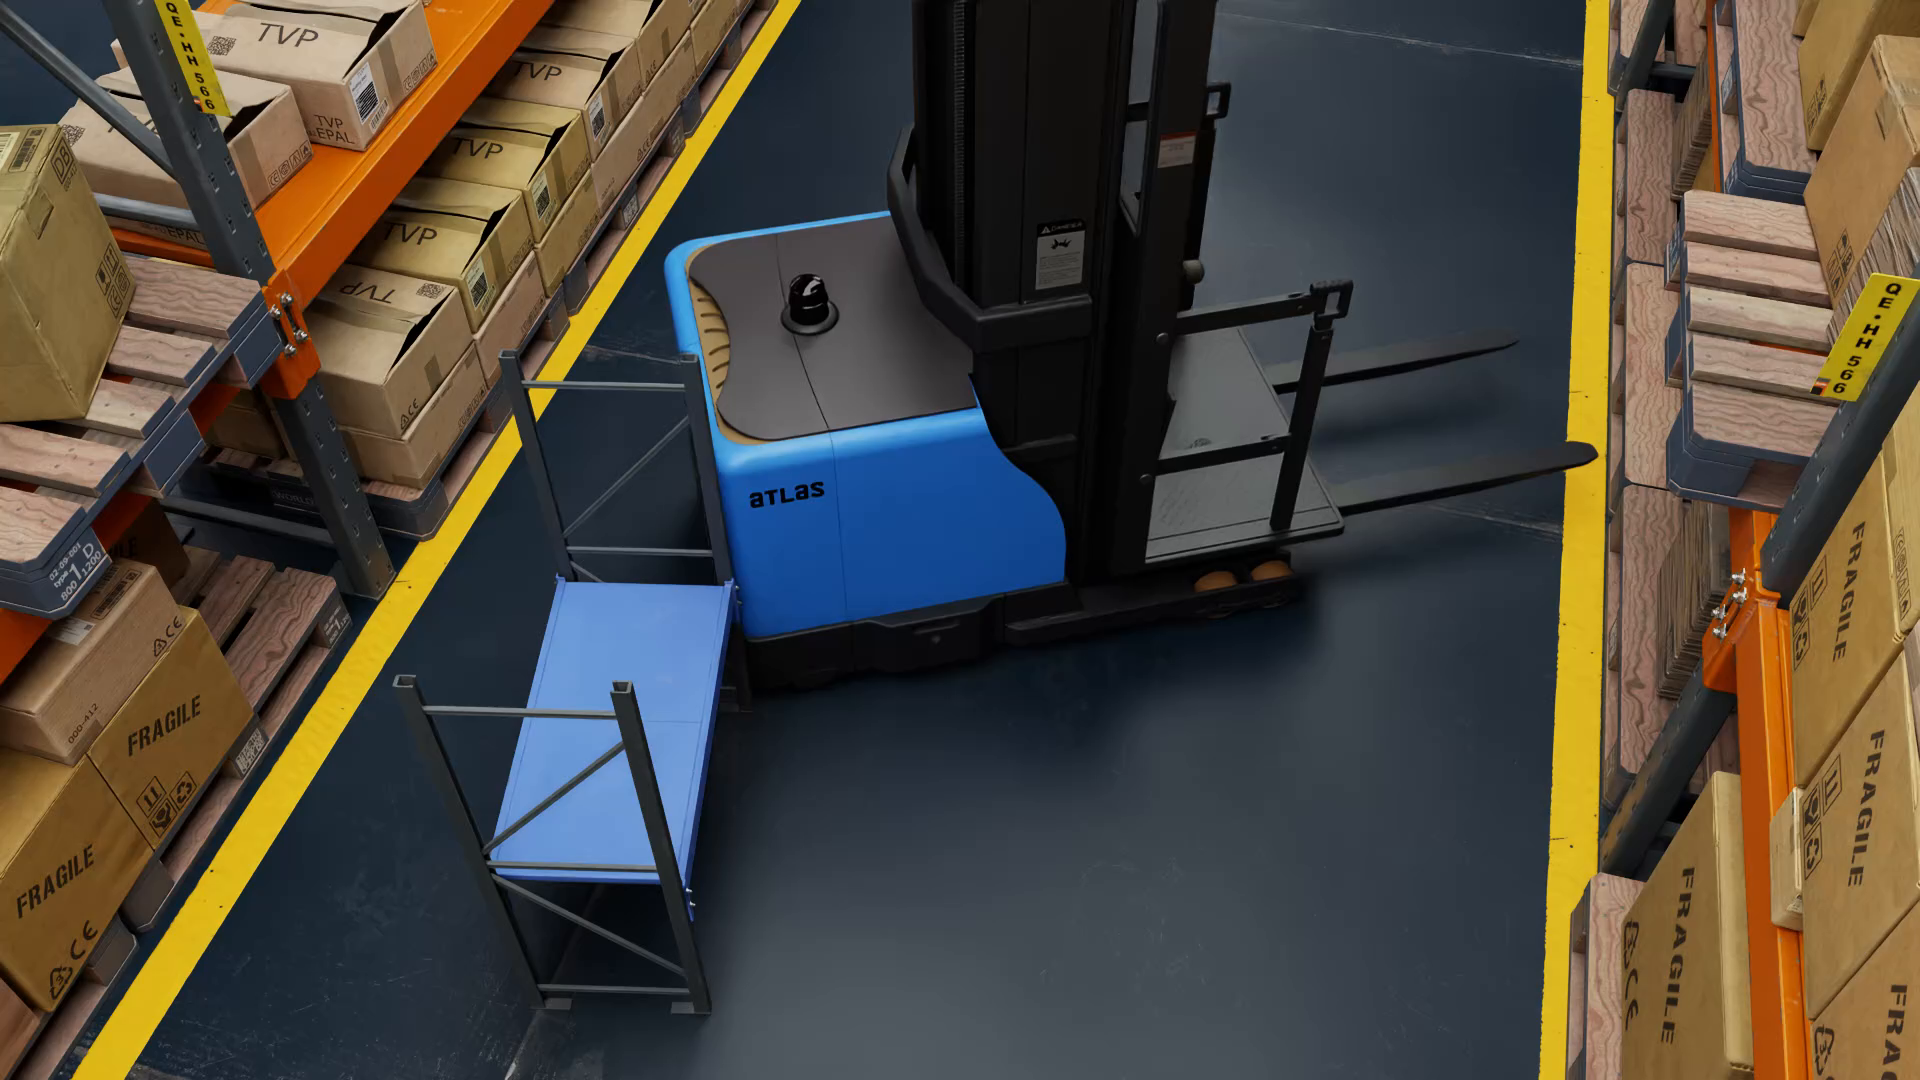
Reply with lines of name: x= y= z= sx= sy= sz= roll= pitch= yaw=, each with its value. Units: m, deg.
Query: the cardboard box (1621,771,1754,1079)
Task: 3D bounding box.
cardboard box: x=2.052 y=1.127 z=3.908 sx=0.750 sy=0.750 sz=0.750 roll=11 pitch=49 yaw=10

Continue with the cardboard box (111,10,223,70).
cardboard box: x=-2.437 y=-1.548 z=5.283 sx=0.380 sy=0.149 sz=0.250 roll=12 pitch=50 yaw=10

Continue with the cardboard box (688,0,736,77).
cardboard box: x=-1.319 y=-2.326 z=7.356 sx=0.500 sy=0.250 sz=0.500 roll=11 pitch=49 yaw=9

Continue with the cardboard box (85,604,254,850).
cardboard box: x=-2.427 y=0.478 z=4.701 sx=0.500 sy=0.500 sz=0.500 roll=13 pitch=50 yaw=12

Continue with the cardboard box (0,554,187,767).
cardboard box: x=-2.438 y=0.272 z=4.383 sx=0.500 sy=0.250 sz=0.500 roll=13 pitch=50 yaw=11

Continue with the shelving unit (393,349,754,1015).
shelving unit: x=-0.921 y=0.416 z=4.382 sx=0.538 sy=1.500 sz=1.048 roll=1 pitch=49 yaw=1

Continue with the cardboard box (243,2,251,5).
cardboard box: x=-2.126 y=-1.776 z=5.485 sx=0.380 sy=0.149 sz=0.250 roll=15 pitch=50 yaw=13

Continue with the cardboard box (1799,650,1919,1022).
cardboard box: x=1.851 y=0.588 z=2.952 sx=0.500 sy=0.500 sz=0.500 roll=13 pitch=50 yaw=11

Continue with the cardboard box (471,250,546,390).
cardboard box: x=-1.855 y=-0.840 z=6.044 sx=0.500 sy=0.250 sz=0.500 roll=10 pitch=49 yaw=9

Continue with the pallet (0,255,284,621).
pallet: x=-2.518 y=-0.358 z=4.194 sx=1.213 sy=0.211 sz=1.003 roll=12 pitch=50 yaw=10

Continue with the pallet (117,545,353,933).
pallet: x=-2.641 y=0.529 z=5.142 sx=1.003 sy=0.211 sz=1.213 roll=12 pitch=50 yaw=10

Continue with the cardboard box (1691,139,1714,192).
cardboard box: x=3.160 y=-1.244 z=6.221 sx=0.700 sy=0.500 sz=0.500 roll=11 pitch=49 yaw=9

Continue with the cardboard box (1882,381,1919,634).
cardboard box: x=1.997 y=-0.039 z=3.005 sx=0.500 sy=0.250 sz=0.500 roll=13 pitch=50 yaw=11

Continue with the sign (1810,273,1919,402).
sign: x=1.846 y=-0.408 z=3.390 sx=0.100 sy=0.325 sz=0.005 roll=12 pitch=50 yaw=10

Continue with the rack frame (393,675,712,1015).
rack frame: x=-0.938 y=0.797 z=4.046 sx=0.500 sy=1.500 sz=0.032 roll=1 pitch=49 yaw=1

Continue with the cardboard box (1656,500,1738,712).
cardboard box: x=2.512 y=0.199 z=4.947 sx=0.700 sy=0.500 sz=0.500 roll=12 pitch=50 yaw=11

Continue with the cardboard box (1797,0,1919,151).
cardboard box: x=2.793 y=-1.377 z=4.605 sx=0.700 sy=0.500 sz=0.500 roll=12 pitch=50 yaw=10

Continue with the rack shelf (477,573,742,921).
rack shelf: x=-0.921 y=0.535 z=4.517 sx=0.538 sy=0.185 sz=1.000 roll=1 pitch=49 yaw=1

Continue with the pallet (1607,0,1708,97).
pallet: x=3.568 y=-2.415 z=7.740 sx=1.003 sy=0.211 sz=1.213 roll=12 pitch=50 yaw=10

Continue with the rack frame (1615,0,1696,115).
rack frame: x=3.425 y=-2.844 z=6.260 sx=1.000 sy=3.000 sz=0.127 roll=12 pitch=50 yaw=10

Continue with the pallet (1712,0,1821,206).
pallet: x=2.854 y=-1.328 z=5.049 sx=1.003 sy=0.211 sz=1.213 roll=12 pitch=50 yaw=10

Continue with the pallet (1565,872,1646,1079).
pallet: x=2.092 y=1.527 z=4.262 sx=1.003 sy=0.211 sz=1.213 roll=12 pitch=50 yaw=10

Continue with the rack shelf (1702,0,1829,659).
rack shelf: x=2.899 y=-1.160 z=5.253 sx=1.077 sy=0.370 sz=4.000 roll=12 pitch=50 yaw=10

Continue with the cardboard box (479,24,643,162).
cardboard box: x=-1.585 y=-1.784 z=6.503 sx=0.500 sy=0.311 sz=0.500 roll=11 pitch=49 yaw=10

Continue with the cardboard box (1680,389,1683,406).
cardboard box: x=2.863 y=-0.515 z=5.578 sx=0.700 sy=0.500 sz=0.500 roll=11 pitch=50 yaw=10

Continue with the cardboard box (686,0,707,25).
cardboard box: x=-1.316 y=-2.507 z=7.142 sx=0.500 sy=0.311 sz=0.500 roll=13 pitch=50 yaw=11

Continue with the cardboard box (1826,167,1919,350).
cardboard box: x=2.487 y=-0.472 z=3.806 sx=0.700 sy=0.500 sz=0.500 roll=6 pitch=49 yaw=6

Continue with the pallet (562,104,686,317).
pallet: x=-1.830 y=-1.471 z=6.907 sx=1.003 sy=0.211 sz=1.213 roll=12 pitch=50 yaw=10

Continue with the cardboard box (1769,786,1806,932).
cardboard box: x=1.836 y=0.674 z=3.309 sx=0.380 sy=0.149 sz=0.250 roll=13 pitch=50 yaw=11

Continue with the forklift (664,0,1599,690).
forklift: x=0.647 y=-1.087 z=4.755 sx=3.031 sy=2.935 sz=1.130 roll=-10 pitch=49 yaw=-9

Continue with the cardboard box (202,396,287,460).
cardboard box: x=-2.504 y=-0.584 z=5.818 sx=0.500 sy=0.250 sz=0.500 roll=13 pitch=50 yaw=11

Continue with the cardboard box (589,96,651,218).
cardboard box: x=-1.589 y=-1.588 z=6.705 sx=0.500 sy=0.250 sz=0.500 roll=12 pitch=50 yaw=11

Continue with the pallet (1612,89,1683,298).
pallet: x=3.222 y=-1.358 z=6.808 sx=1.003 sy=0.211 sz=1.213 roll=12 pitch=50 yaw=10

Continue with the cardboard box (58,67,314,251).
cardboard box: x=-2.270 y=-1.151 z=4.825 sx=0.500 sy=0.311 sz=0.500 roll=14 pitch=50 yaw=12

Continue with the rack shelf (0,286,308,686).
rack shelf: x=-2.934 y=0.759 z=3.560 sx=1.077 sy=0.370 sz=4.000 roll=12 pitch=50 yaw=10

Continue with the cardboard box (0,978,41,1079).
cardboard box: x=-2.696 y=1.233 z=4.035 sx=0.500 sy=0.500 sz=0.500 roll=10 pitch=49 yaw=9

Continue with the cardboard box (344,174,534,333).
cardboard box: x=-1.856 y=-1.043 z=5.850 sx=0.500 sy=0.311 sz=0.500 roll=10 pitch=49 yaw=9
